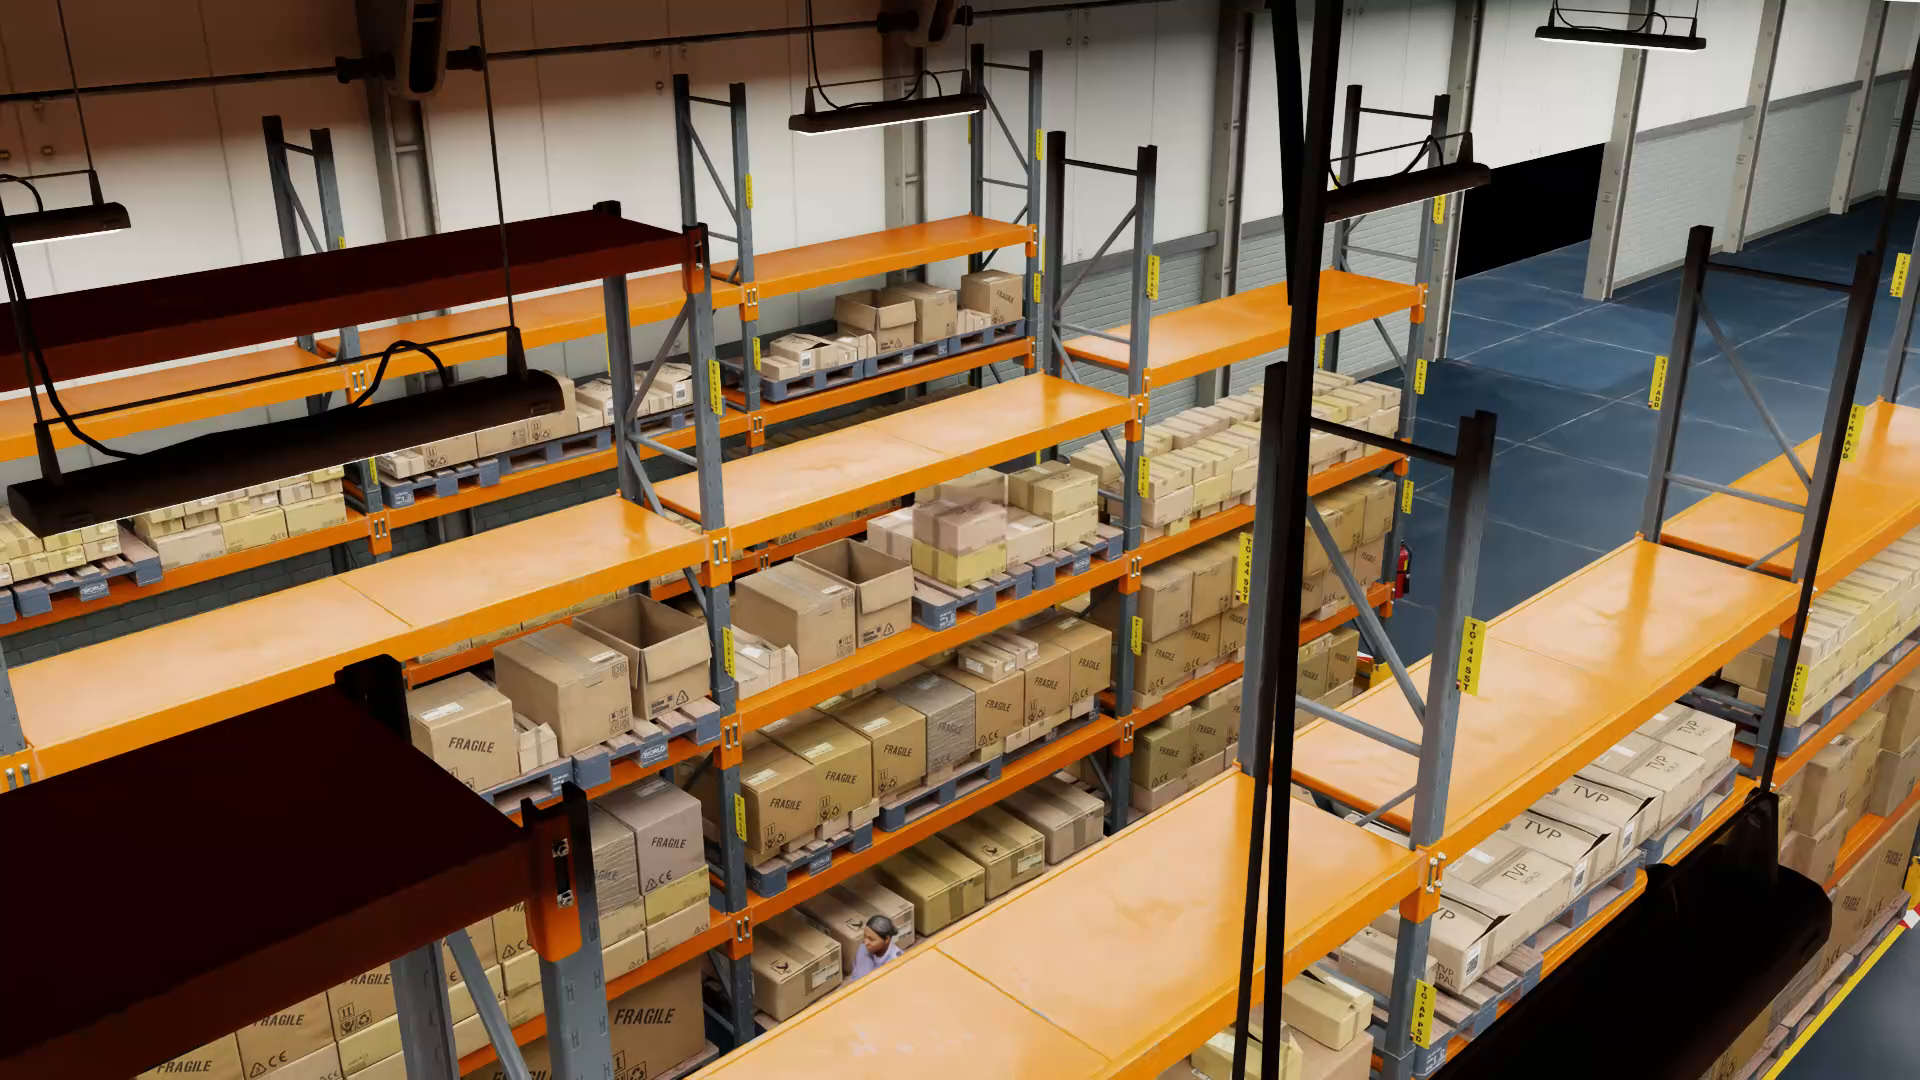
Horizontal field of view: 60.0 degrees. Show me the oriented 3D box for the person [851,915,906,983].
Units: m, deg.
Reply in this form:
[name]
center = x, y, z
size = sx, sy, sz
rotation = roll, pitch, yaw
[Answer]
[person]
center = -0.502, 3.219, 10.975
size = 0.532, 1.707, 0.421
rotation = 18, 29, 37
